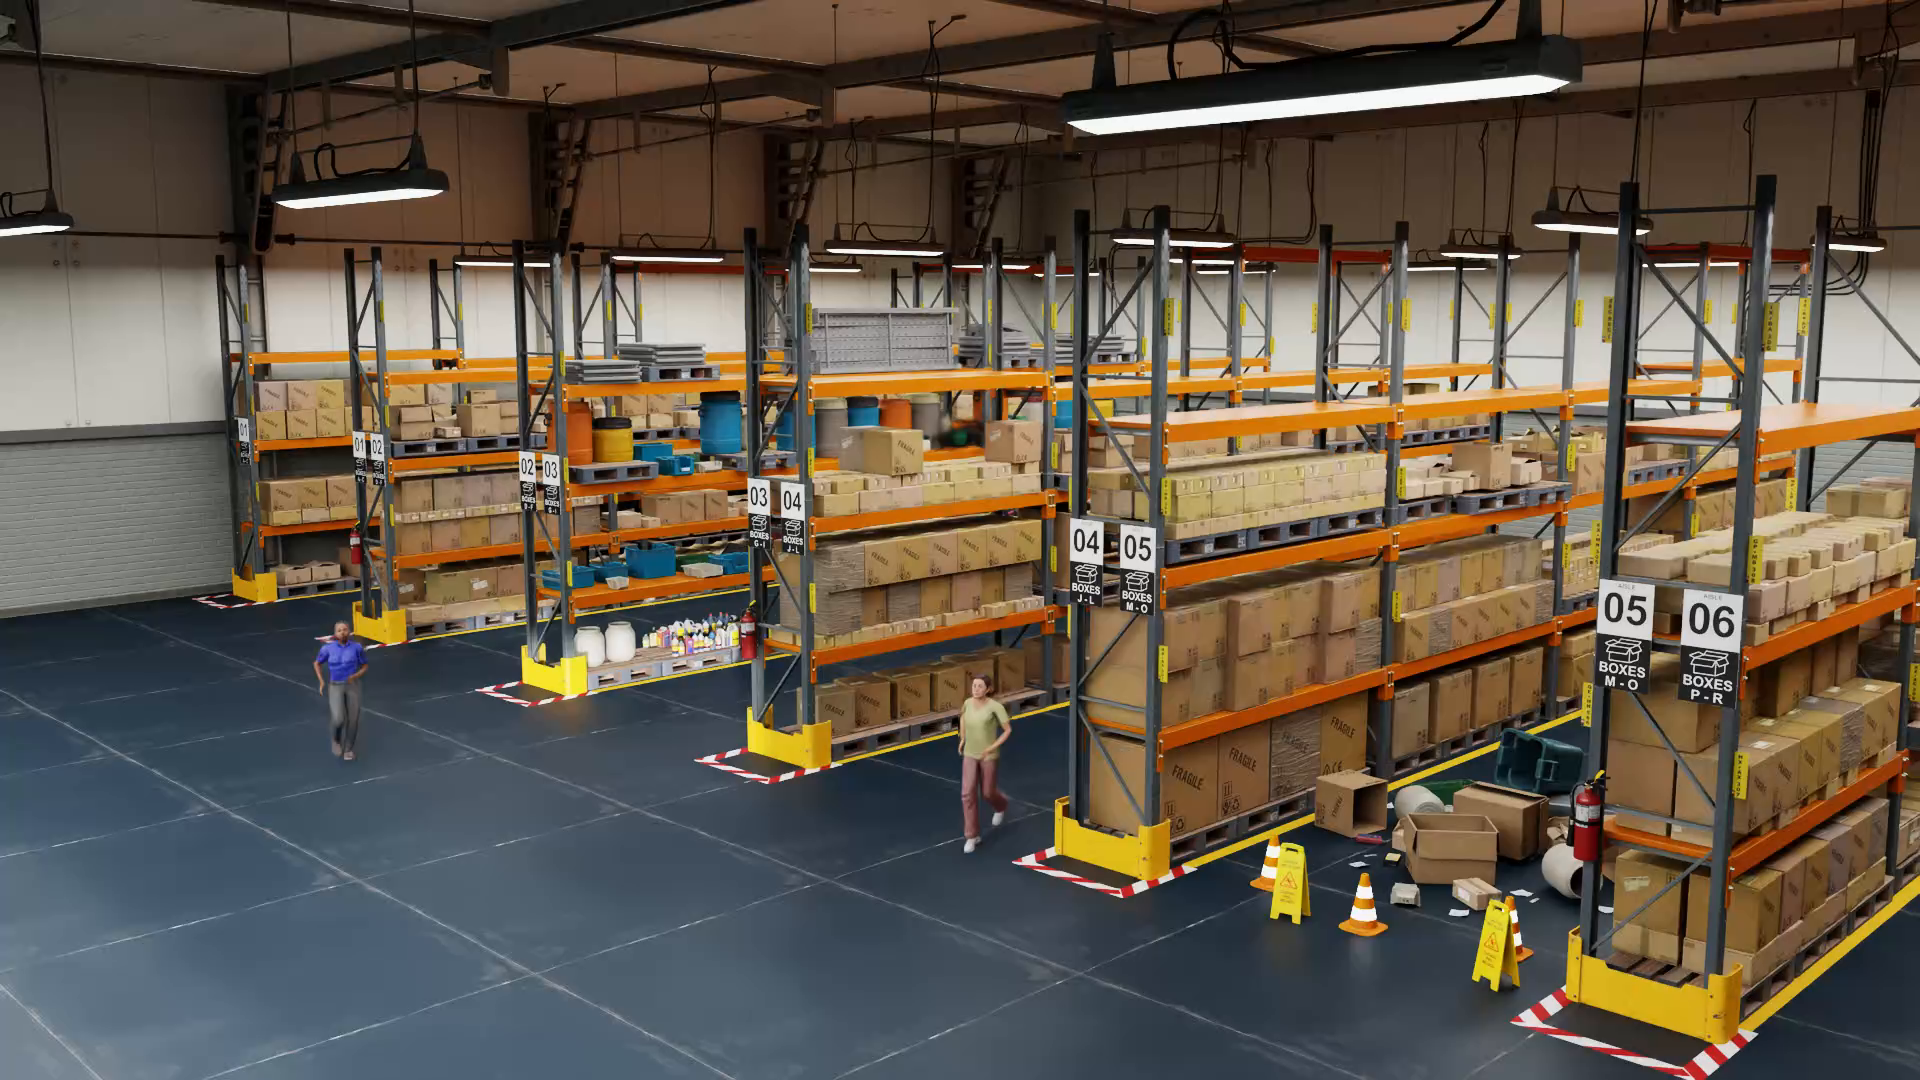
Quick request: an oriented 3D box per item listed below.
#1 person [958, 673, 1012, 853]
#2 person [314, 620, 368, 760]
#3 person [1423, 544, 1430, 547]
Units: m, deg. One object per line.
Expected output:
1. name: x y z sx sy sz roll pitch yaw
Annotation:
1. person: 0.231 2.095 16.044 0.587 1.682 0.872 4 9 24
2. person: -6.948 1.715 18.748 0.558 1.616 0.584 -4 9 -25
3. person: 6.914 0.868 24.620 0.570 1.641 0.772 6 10 37
